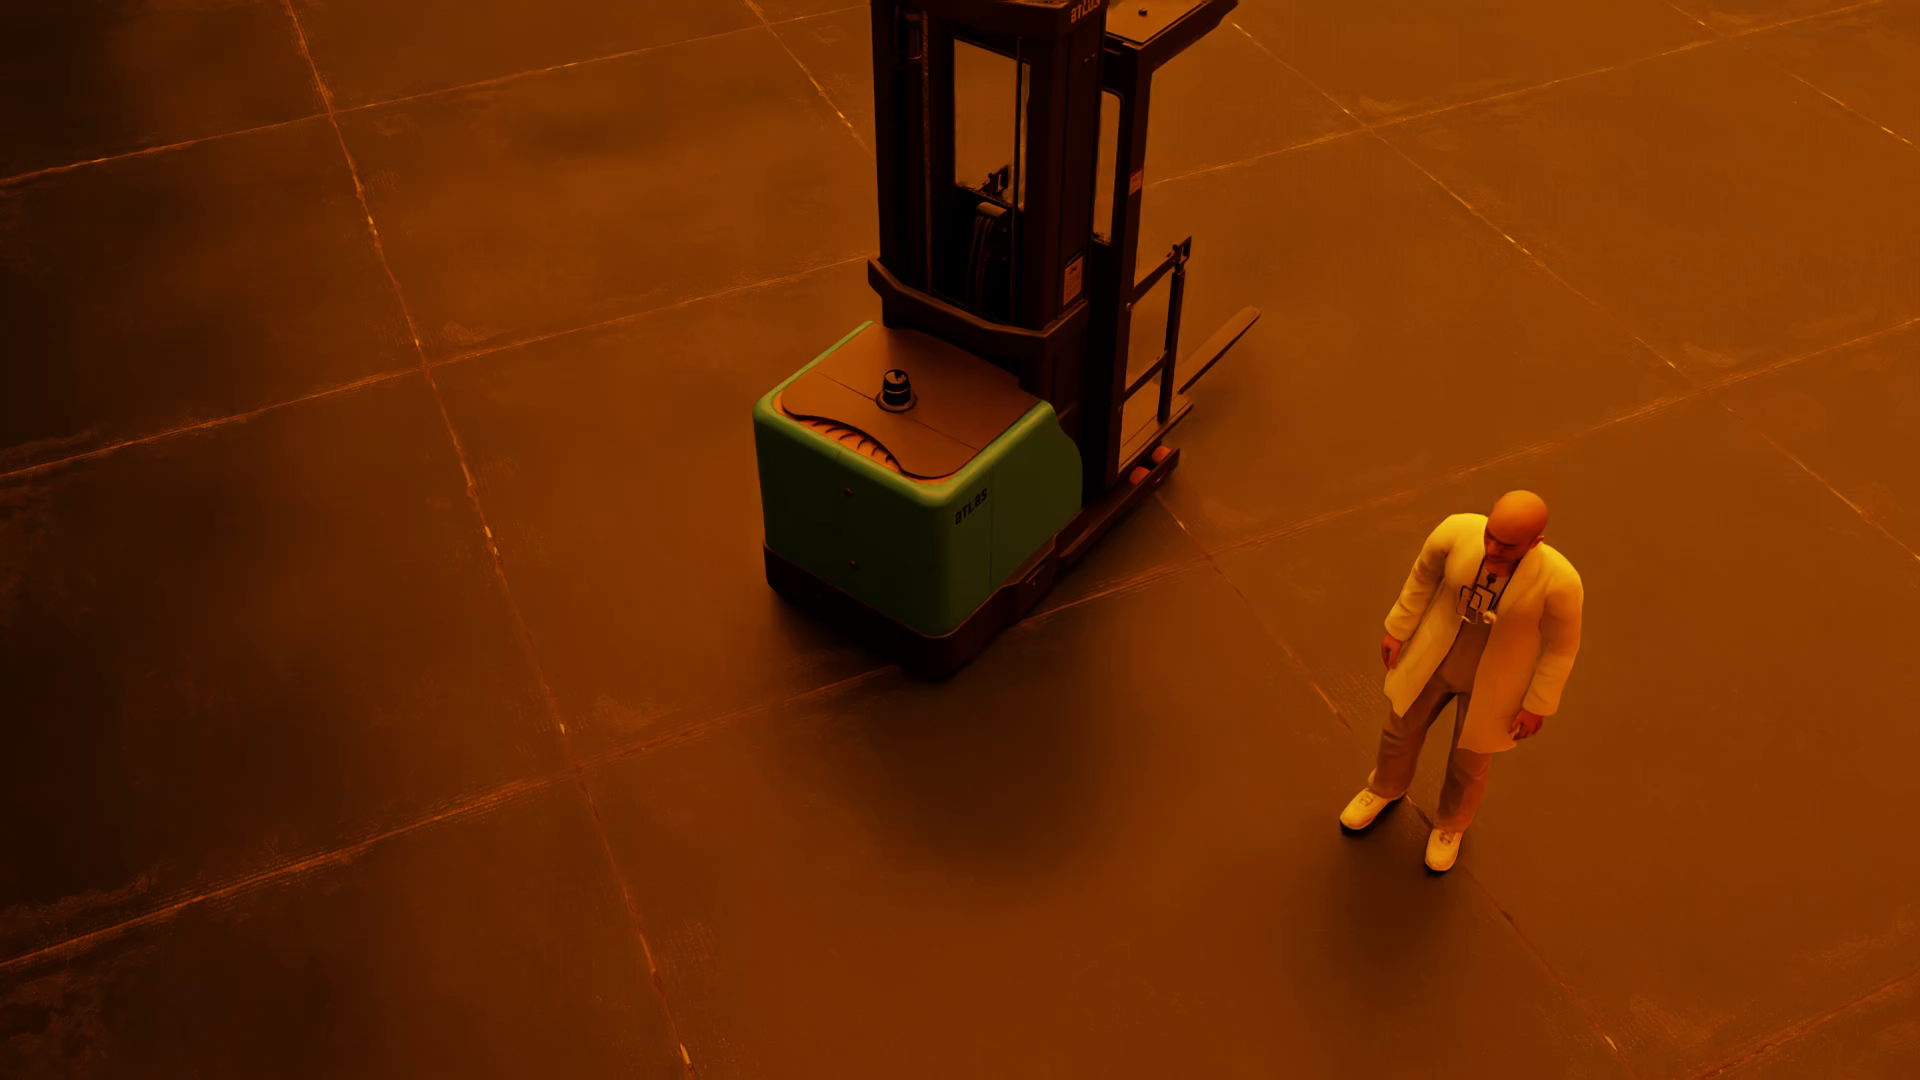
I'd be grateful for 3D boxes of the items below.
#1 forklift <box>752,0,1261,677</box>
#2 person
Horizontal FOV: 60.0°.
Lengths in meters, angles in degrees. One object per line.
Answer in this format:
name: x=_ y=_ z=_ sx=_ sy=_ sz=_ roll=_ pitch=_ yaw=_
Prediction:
forklift: x=0.415 y=-1.444 z=7.227 sx=1.130 sy=2.935 sz=3.031 roll=27 pitch=50 yaw=26
person: x=1.824 y=0.482 z=6.013 sx=0.678 sy=1.772 sz=0.447 roll=30 pitch=51 yaw=28
